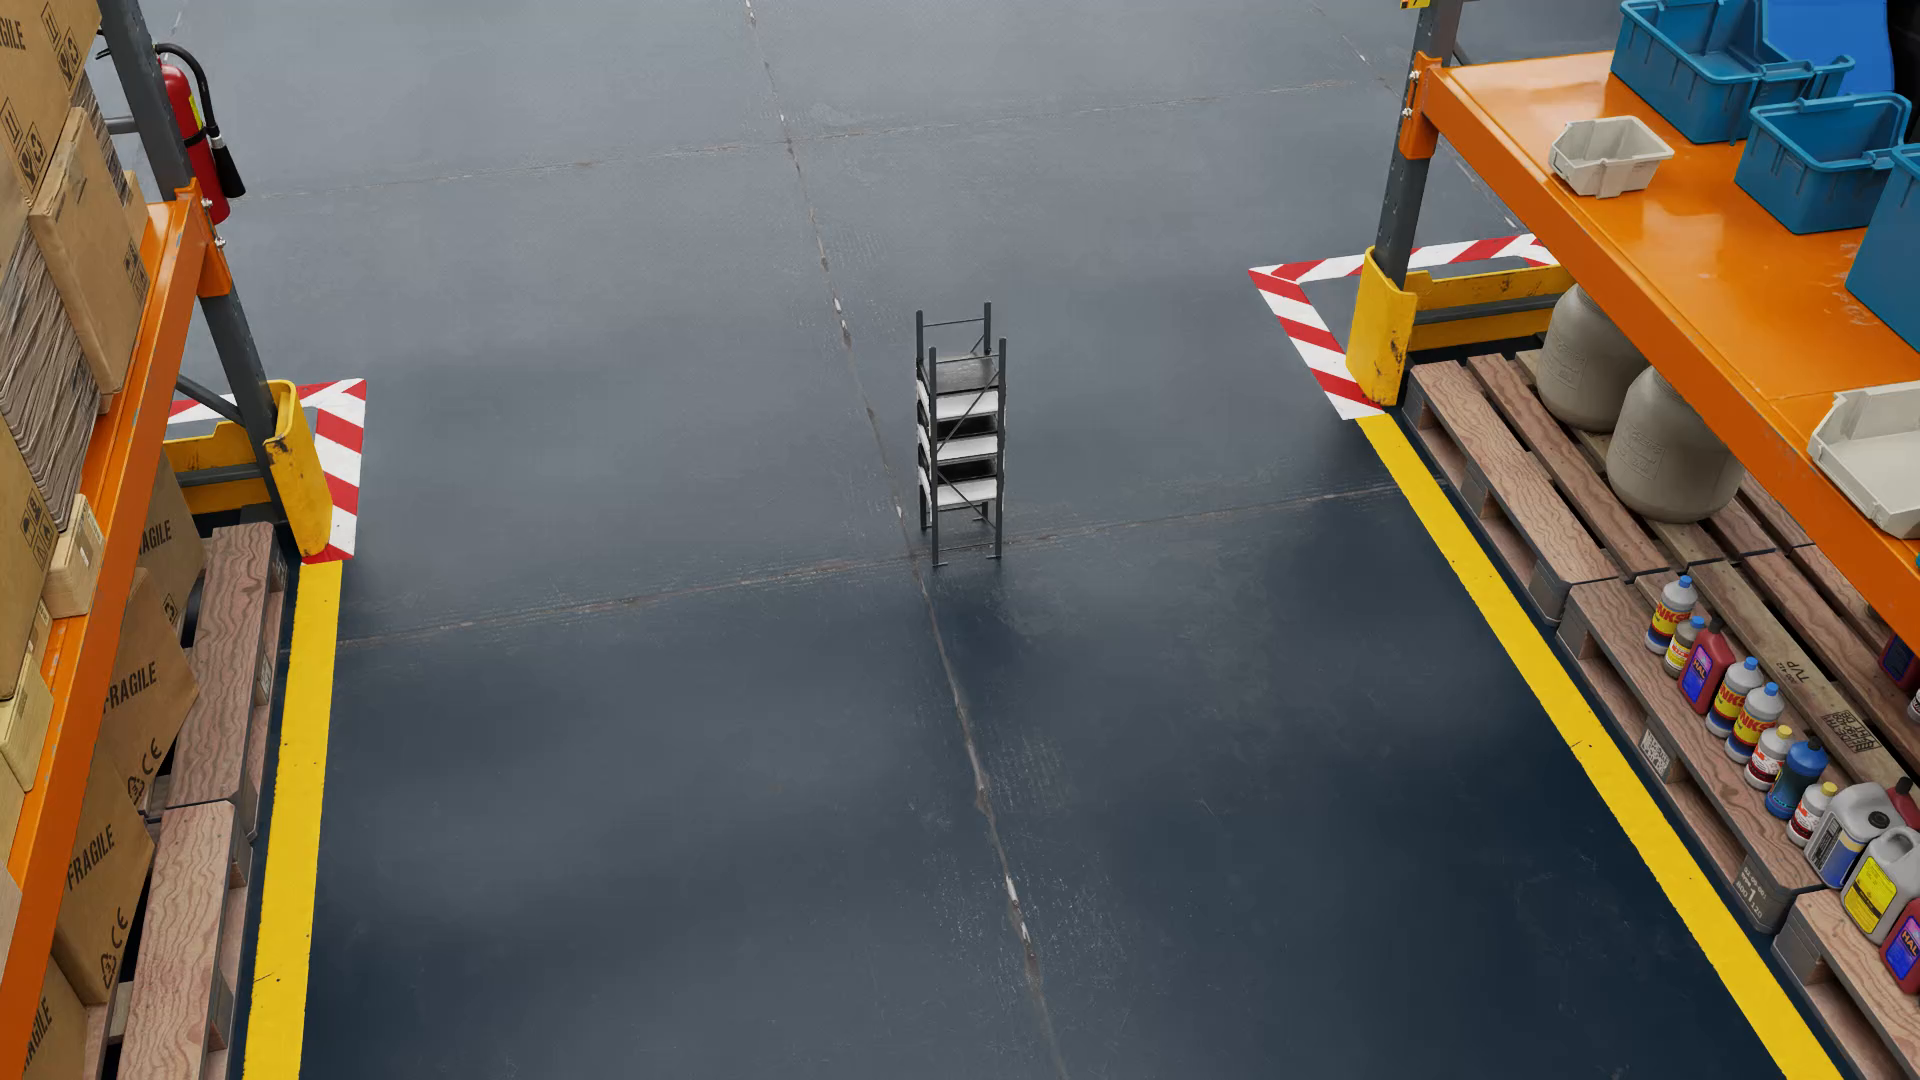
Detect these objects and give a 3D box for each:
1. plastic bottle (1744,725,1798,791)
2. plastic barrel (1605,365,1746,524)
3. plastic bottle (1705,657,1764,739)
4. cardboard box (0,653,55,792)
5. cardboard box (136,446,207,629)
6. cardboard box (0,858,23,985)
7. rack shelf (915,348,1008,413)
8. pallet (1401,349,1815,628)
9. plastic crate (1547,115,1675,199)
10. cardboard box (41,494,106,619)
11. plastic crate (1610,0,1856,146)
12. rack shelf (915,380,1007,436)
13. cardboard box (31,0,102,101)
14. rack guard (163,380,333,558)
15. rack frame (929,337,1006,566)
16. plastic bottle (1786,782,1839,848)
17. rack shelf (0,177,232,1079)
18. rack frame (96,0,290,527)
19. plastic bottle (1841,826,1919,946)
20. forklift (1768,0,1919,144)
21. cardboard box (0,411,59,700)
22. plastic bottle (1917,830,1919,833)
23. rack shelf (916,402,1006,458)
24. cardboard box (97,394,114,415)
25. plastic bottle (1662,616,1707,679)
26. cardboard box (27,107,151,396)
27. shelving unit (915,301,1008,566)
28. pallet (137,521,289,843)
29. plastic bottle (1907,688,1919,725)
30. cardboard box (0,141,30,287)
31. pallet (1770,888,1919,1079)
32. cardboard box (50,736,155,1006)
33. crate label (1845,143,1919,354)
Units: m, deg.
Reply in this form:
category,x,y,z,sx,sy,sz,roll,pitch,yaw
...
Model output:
category,x,y,z,sx,sy,sz,roll,pitch,yaw
plastic bottle,2.250,0.593,4.599,0.097,0.201,0.097,0,42,0
plastic barrel,2.371,-0.347,5.439,0.421,0.512,0.421,0,42,0
plastic bottle,2.207,0.437,4.722,0.097,0.271,0.097,0,42,0
cardboard box,-2.016,0.383,3.248,0.380,0.149,0.250,-8,42,-9
cardboard box,-2.672,0.034,5.019,0.500,0.500,0.500,-1,42,-1
cardboard box,-1.879,0.703,2.888,0.380,0.149,0.250,-8,42,-9
rack shelf,0.002,-0.508,5.288,0.258,0.077,0.200,-8,42,-9
pallet,2.278,-0.248,5.870,1.003,0.211,1.213,-8,42,-9
plastic crate,1.925,-1.136,4.969,0.298,0.136,0.250,-8,42,-9
cardboard box,-2.101,0.056,3.617,0.380,0.149,0.250,-8,42,-9
plastic crate,2.446,-1.523,5.319,0.499,0.251,0.616,-8,42,-9
rack shelf,0.002,-0.441,5.348,0.258,0.077,0.200,-8,42,-9
cardboard box,-2.430,-1.352,3.961,0.500,0.500,0.500,-8,42,-9
rack guard,-2.774,-0.167,5.561,1.175,0.500,0.348,-8,42,-9
rack frame,0.024,-0.265,5.371,0.240,0.900,0.006,-8,42,-9
plastic bottle,2.294,0.726,4.449,0.097,0.201,0.097,0,42,0
rack shelf,-2.359,0.415,3.565,1.077,0.370,4.000,-8,42,-9
rack frame,-2.790,-1.151,4.787,1.000,3.000,0.127,-8,42,-9
plastic bottle,2.378,0.849,4.199,0.144,0.351,0.185,-9,42,-10
forklift,4.472,-2.251,6.078,1.130,2.935,3.031,-15,44,-16
cardboard box,-2.311,0.024,3.164,0.875,0.500,0.500,-8,42,-9
plastic bottle,2.472,0.842,4.256,0.061,0.283,0.133,-8,42,-9
rack shelf,0.002,-0.374,5.408,0.258,0.077,0.200,-8,42,-9
cardboard box,-2.331,-0.421,4.154,0.380,0.149,0.250,-8,42,-9
plastic bottle,2.155,0.308,4.919,0.097,0.201,0.097,0,42,0
cardboard box,-2.473,-0.632,3.903,0.875,0.500,0.500,-8,42,-9
shelving unit,0.002,-0.331,5.445,0.258,0.900,0.210,-8,42,-9
pallet,-2.633,0.473,5.058,1.003,0.211,1.213,-8,42,-9
plastic bottle,2.810,0.436,4.775,0.097,0.201,0.097,0,42,0
cardboard box,-2.211,-0.705,3.232,0.500,0.500,0.500,-8,42,-9
pallet,2.805,1.334,4.088,1.003,0.211,1.213,-8,42,-9
cardboard box,-2.393,0.825,4.127,0.500,0.500,0.500,-5,42,-5
crate label,2.707,-0.719,4.274,0.502,0.435,0.616,-8,42,-9
